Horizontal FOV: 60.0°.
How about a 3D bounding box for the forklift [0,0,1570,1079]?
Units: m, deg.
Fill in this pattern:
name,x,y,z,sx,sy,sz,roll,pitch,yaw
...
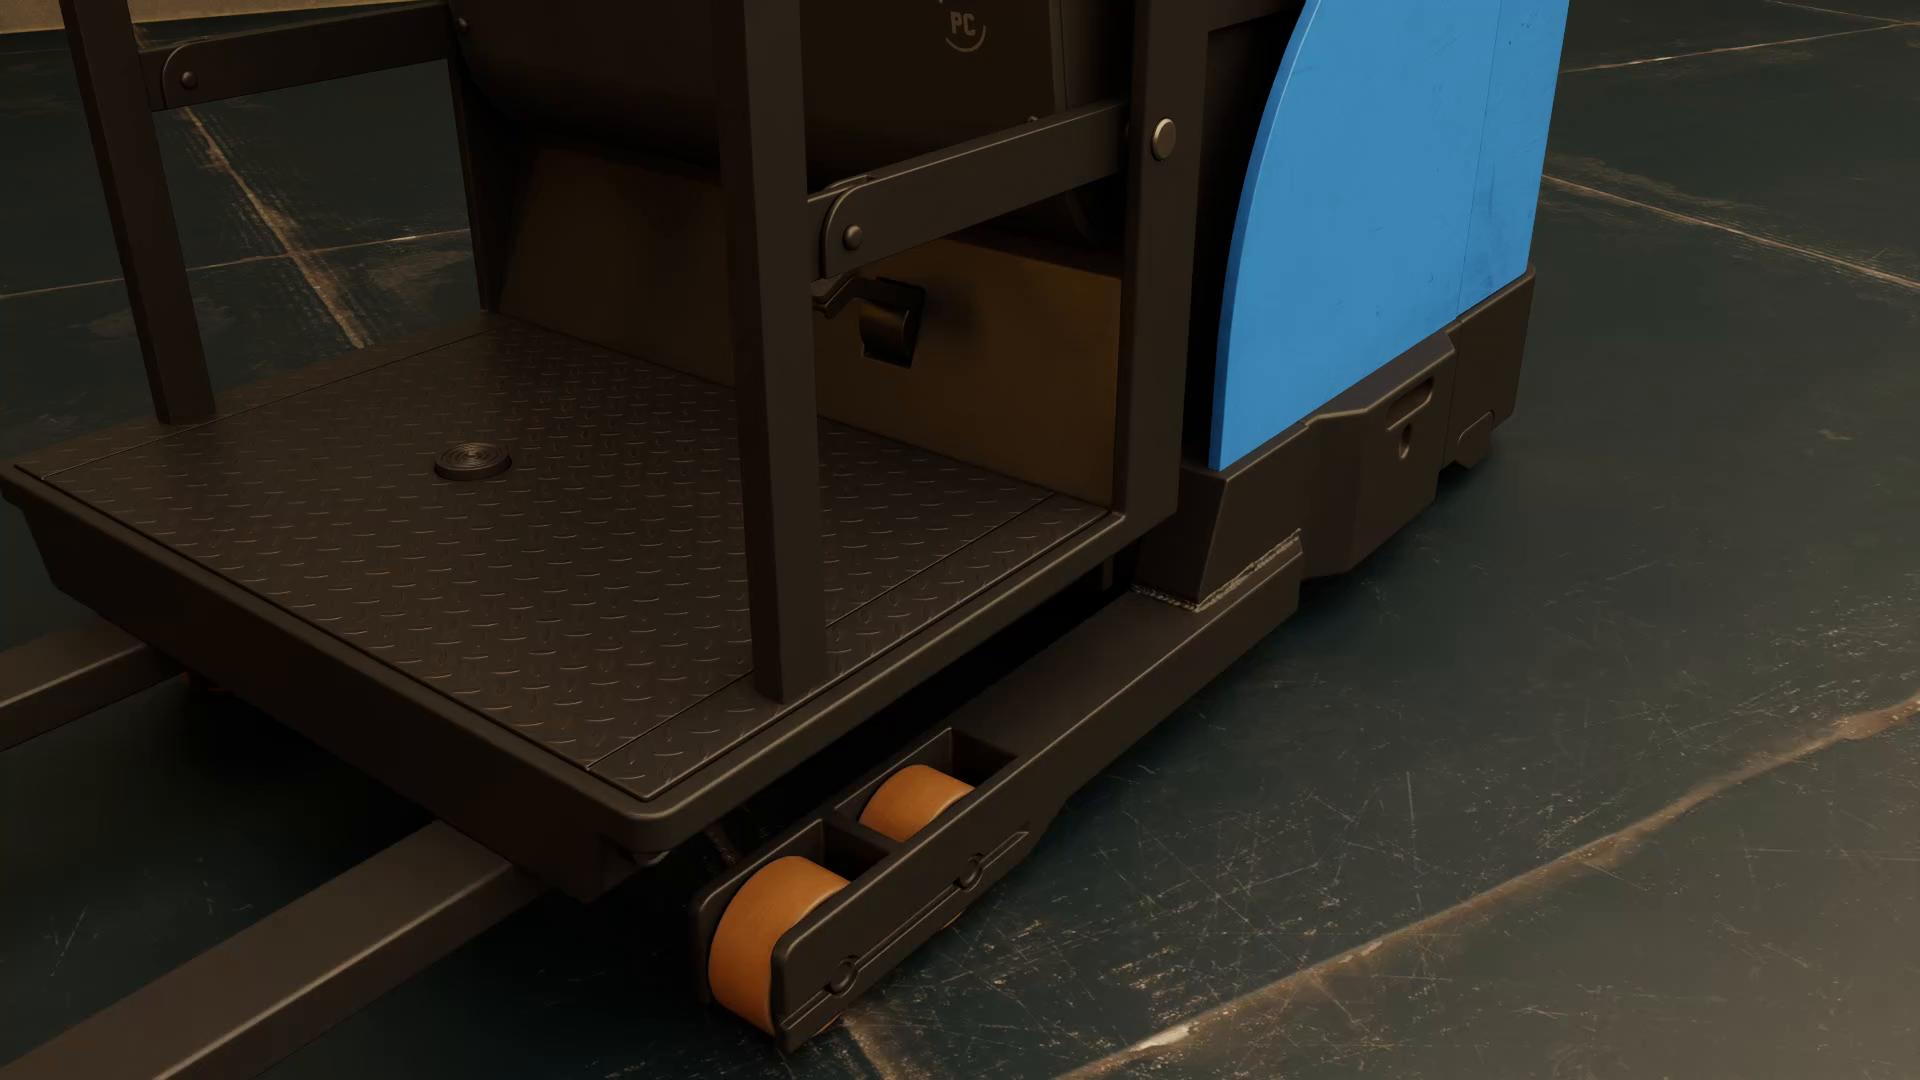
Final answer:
name,x,y,z,sx,sy,sz,roll,pitch,yaw
forklift,-0.375,-1.090,1.409,1.130,2.935,3.031,19,33,33
